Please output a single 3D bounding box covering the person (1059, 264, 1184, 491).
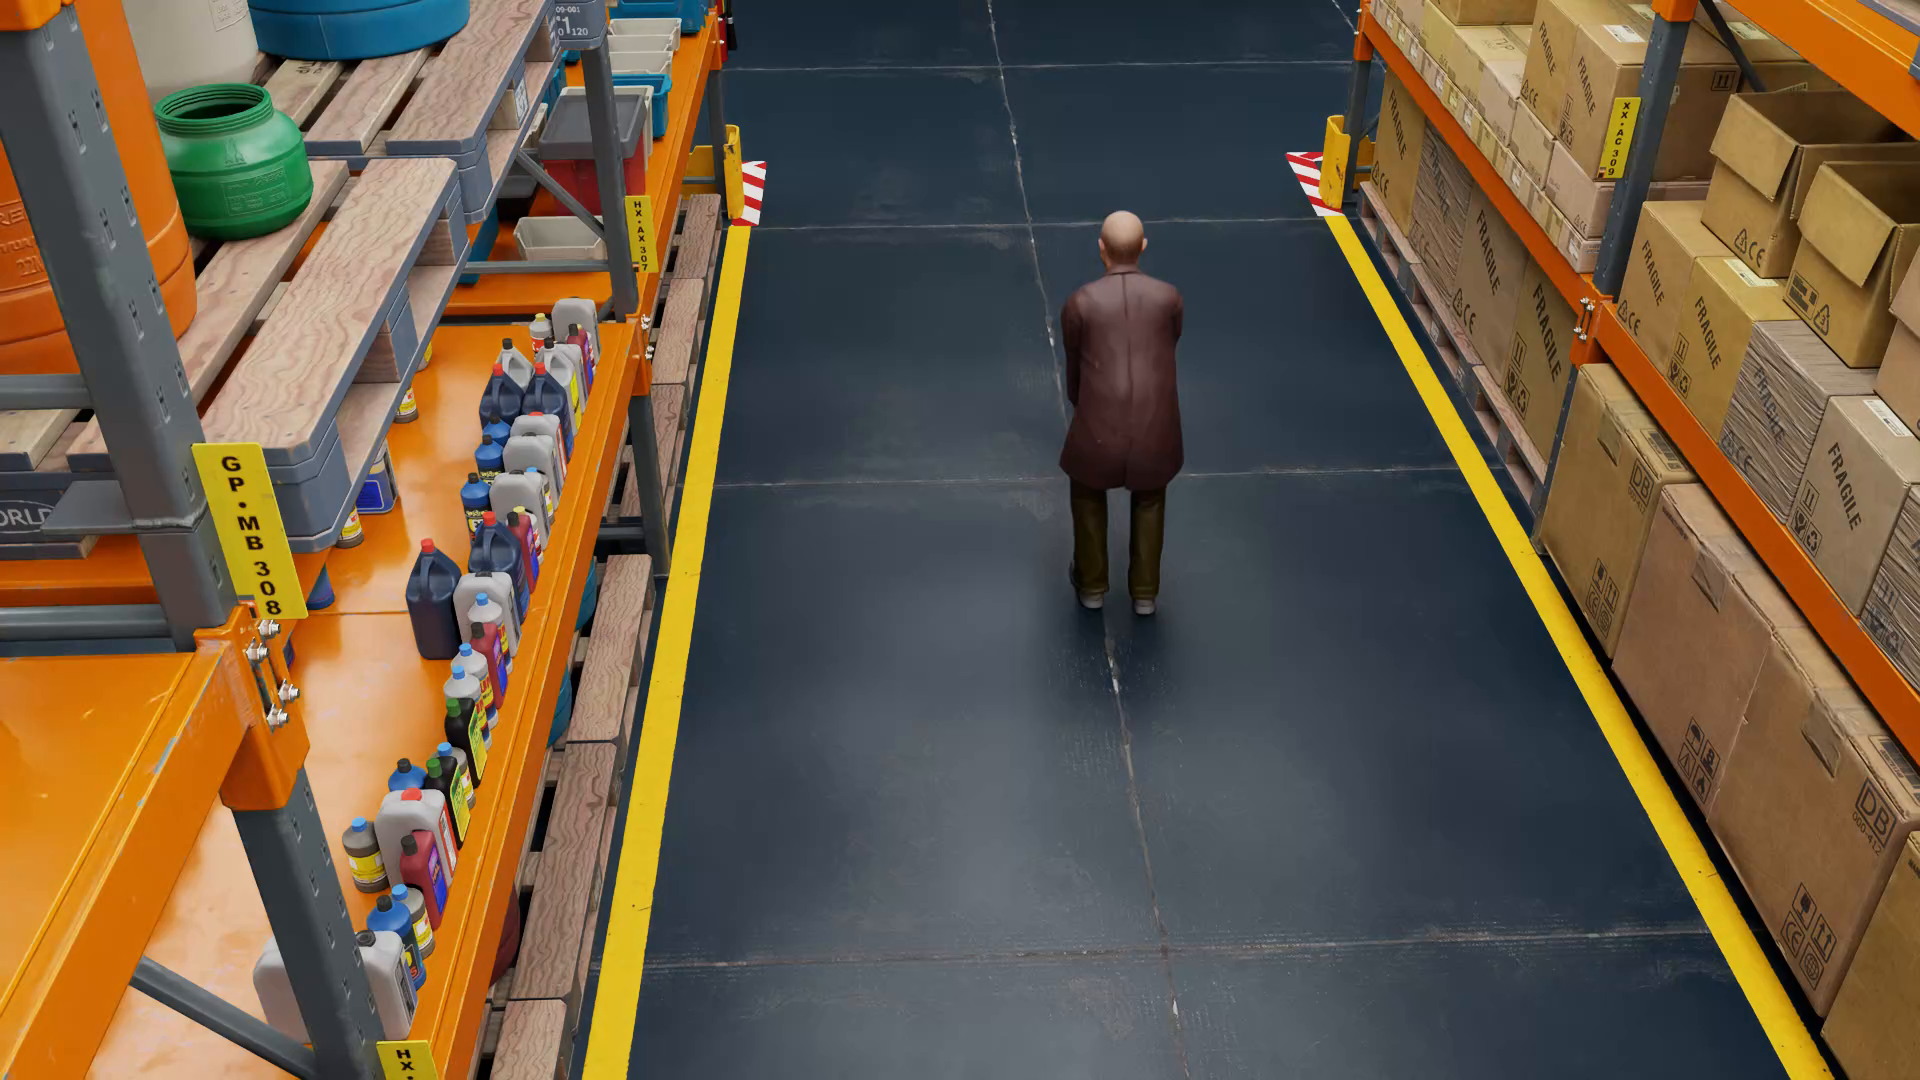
[{"bbox_3d":[0.674,-0.691,6.786,0.533,0.927,0.526,-2,35,-3],"label":"person"}]
